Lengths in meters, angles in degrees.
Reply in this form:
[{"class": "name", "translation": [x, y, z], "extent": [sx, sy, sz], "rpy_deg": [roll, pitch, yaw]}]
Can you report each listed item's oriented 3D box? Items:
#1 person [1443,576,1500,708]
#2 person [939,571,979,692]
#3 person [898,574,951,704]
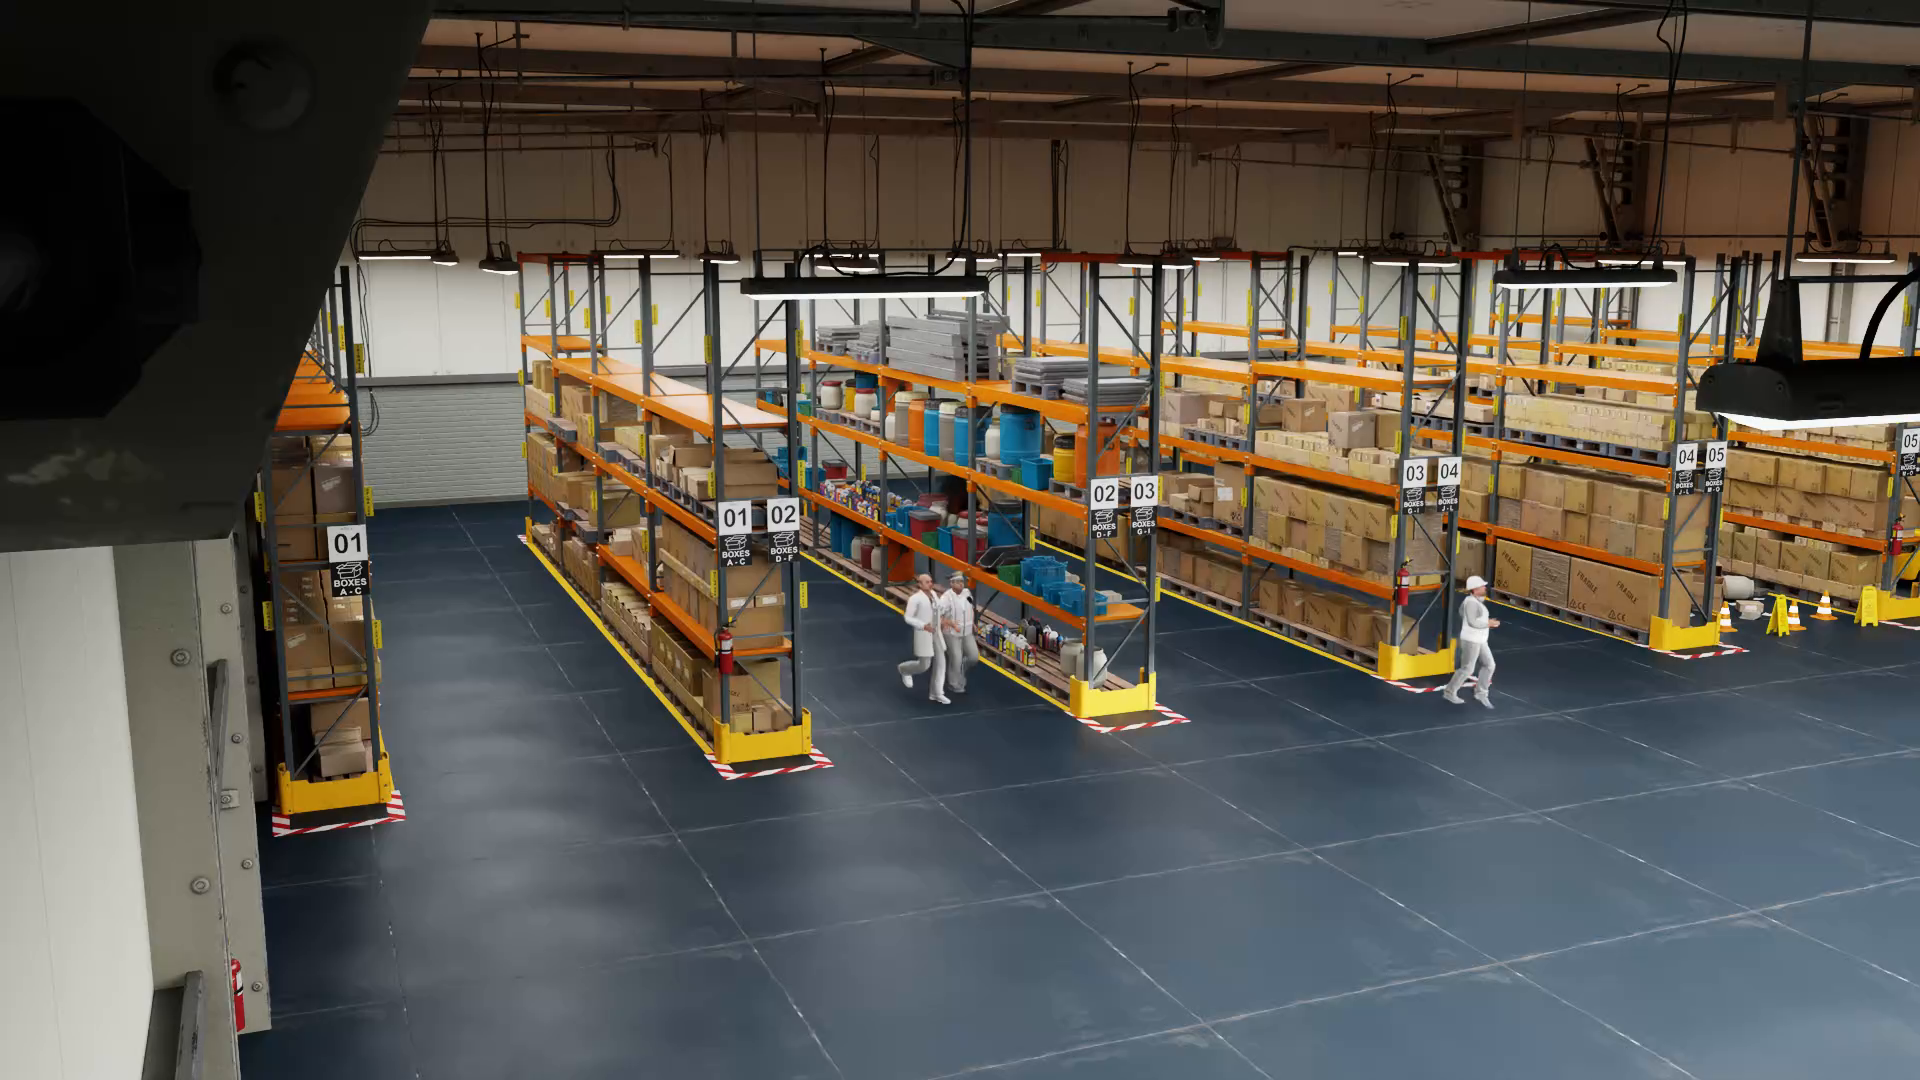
[{"class": "person", "translation": [6.963, 1.394, 22.558], "extent": [0.688, 1.840, 0.655], "rpy_deg": [5, 11, 25]}, {"class": "person", "translation": [0.008, 1.284, 23.152], "extent": [0.638, 1.737, 0.560], "rpy_deg": [-6, 12, -29]}, {"class": "person", "translation": [-0.466, 1.334, 22.883], "extent": [0.920, 1.764, 0.710], "rpy_deg": [10, 14, 44]}]
